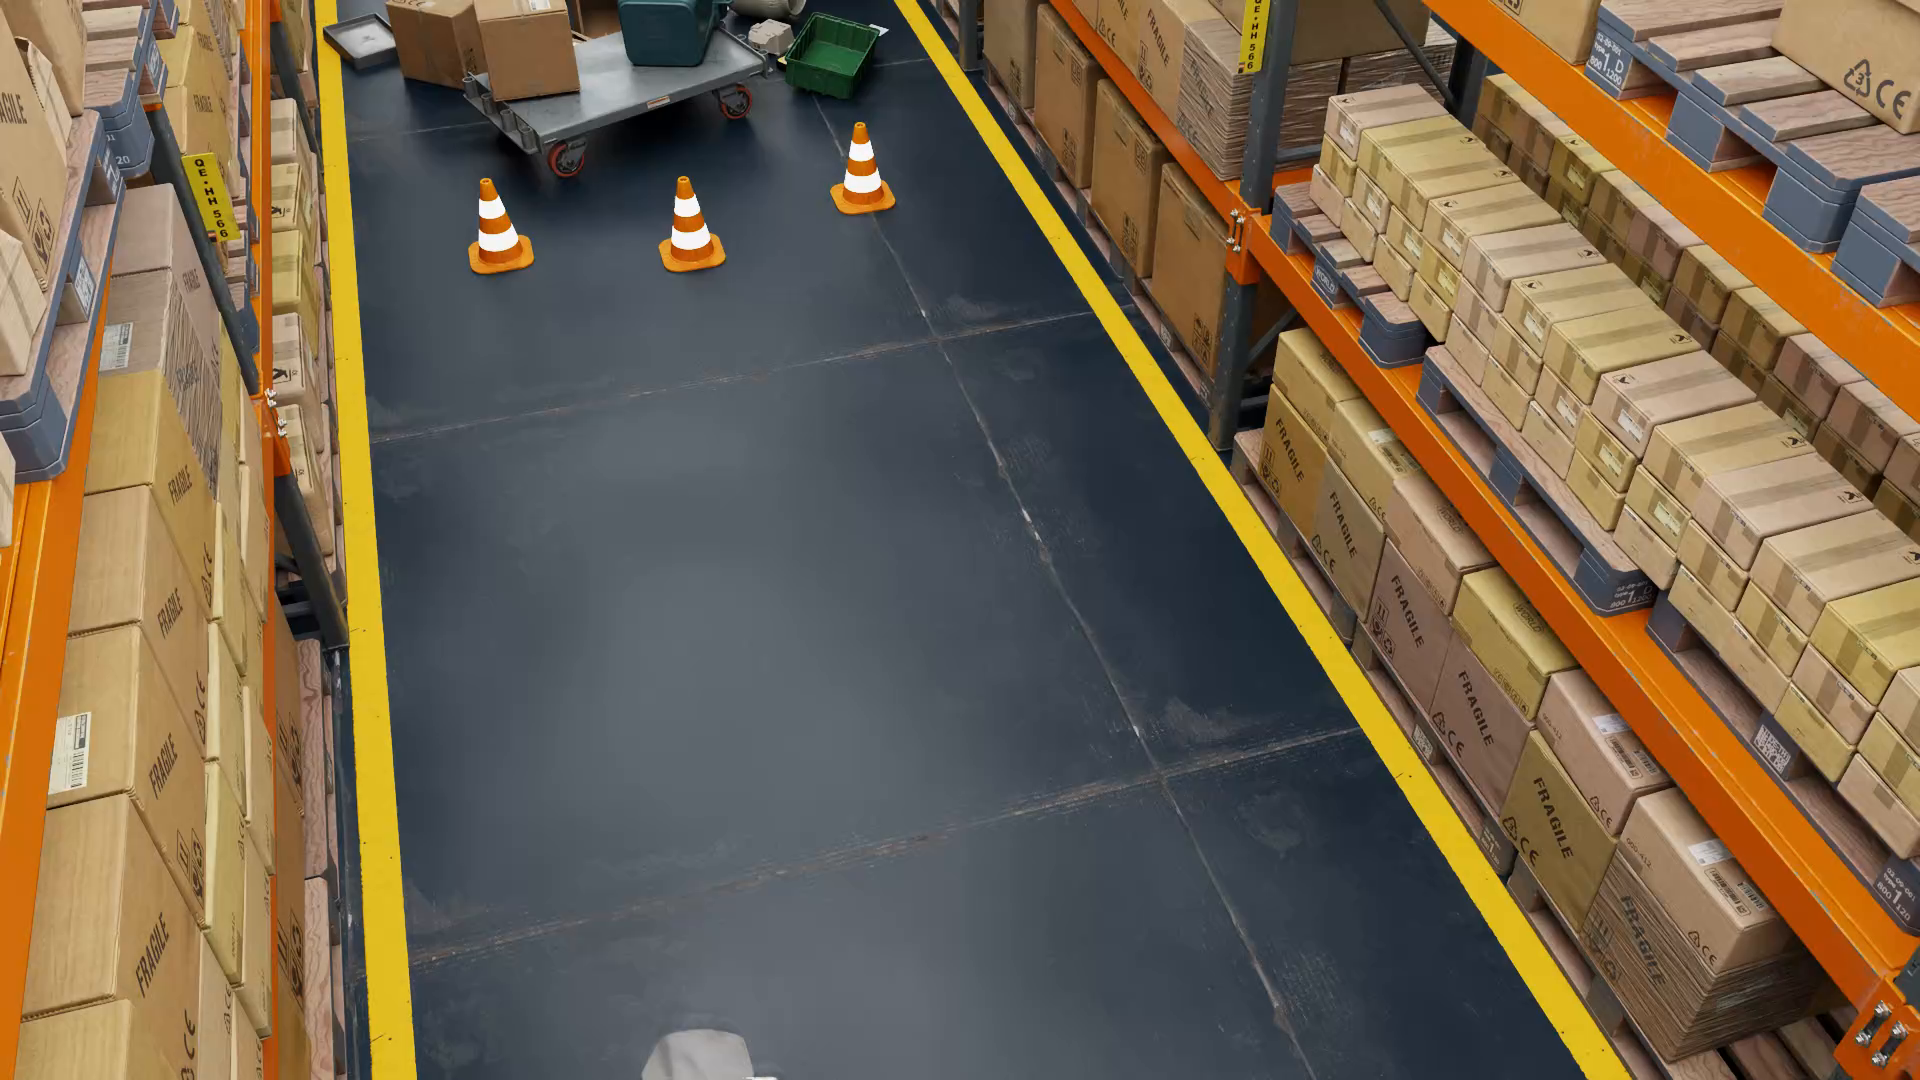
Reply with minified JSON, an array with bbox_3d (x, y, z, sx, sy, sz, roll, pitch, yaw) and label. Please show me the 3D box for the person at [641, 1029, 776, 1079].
[{"bbox_3d":[-0.570,1.801,4.187,0.549,1.640,0.880,-7,43,-8],"label":"person"}]
